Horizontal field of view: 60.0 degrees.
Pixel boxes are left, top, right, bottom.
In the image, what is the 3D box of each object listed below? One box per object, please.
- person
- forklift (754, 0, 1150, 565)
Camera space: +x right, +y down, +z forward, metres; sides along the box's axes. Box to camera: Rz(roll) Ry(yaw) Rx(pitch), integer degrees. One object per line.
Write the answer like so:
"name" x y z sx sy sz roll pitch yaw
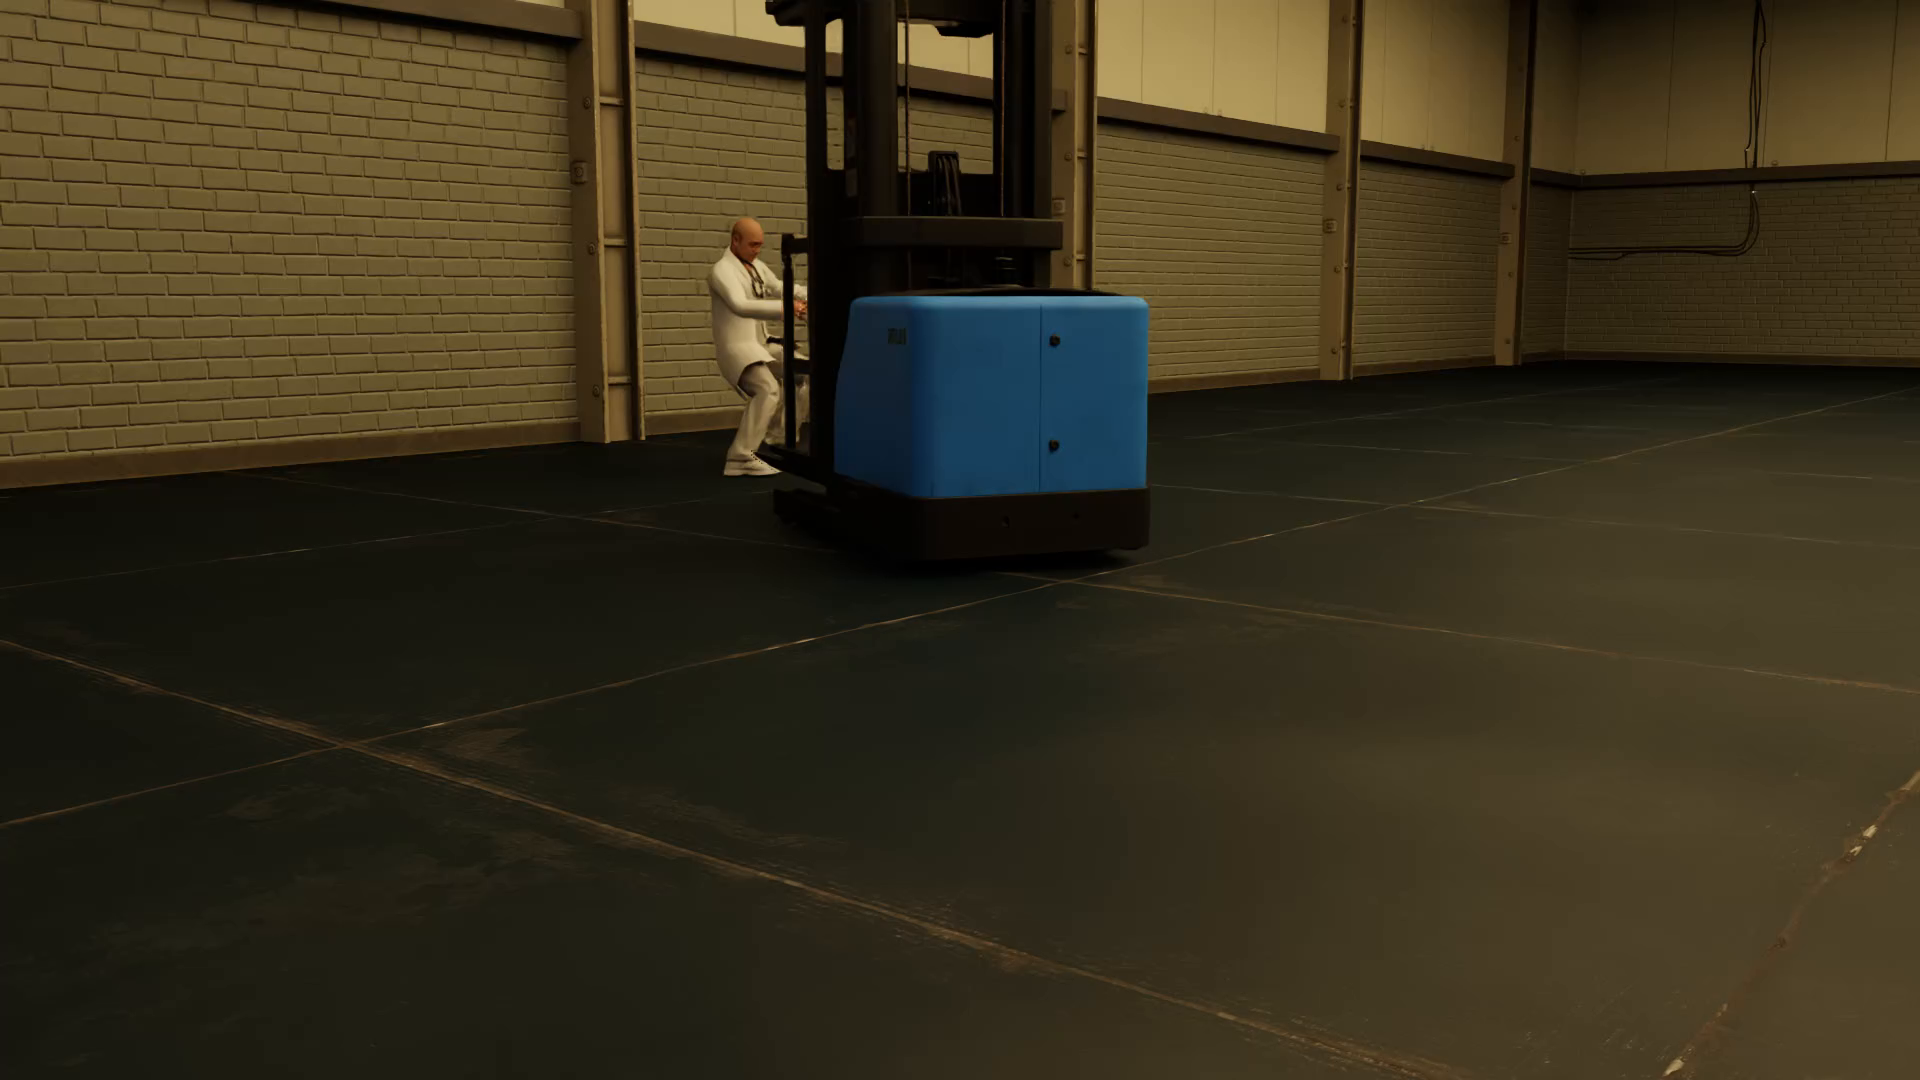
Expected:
"person" -1.146 -1.213 10.339 0.773 1.545 1.023 3 9 20
"forklift" -0.252 -1.528 7.721 1.130 2.935 3.031 -3 9 -22
